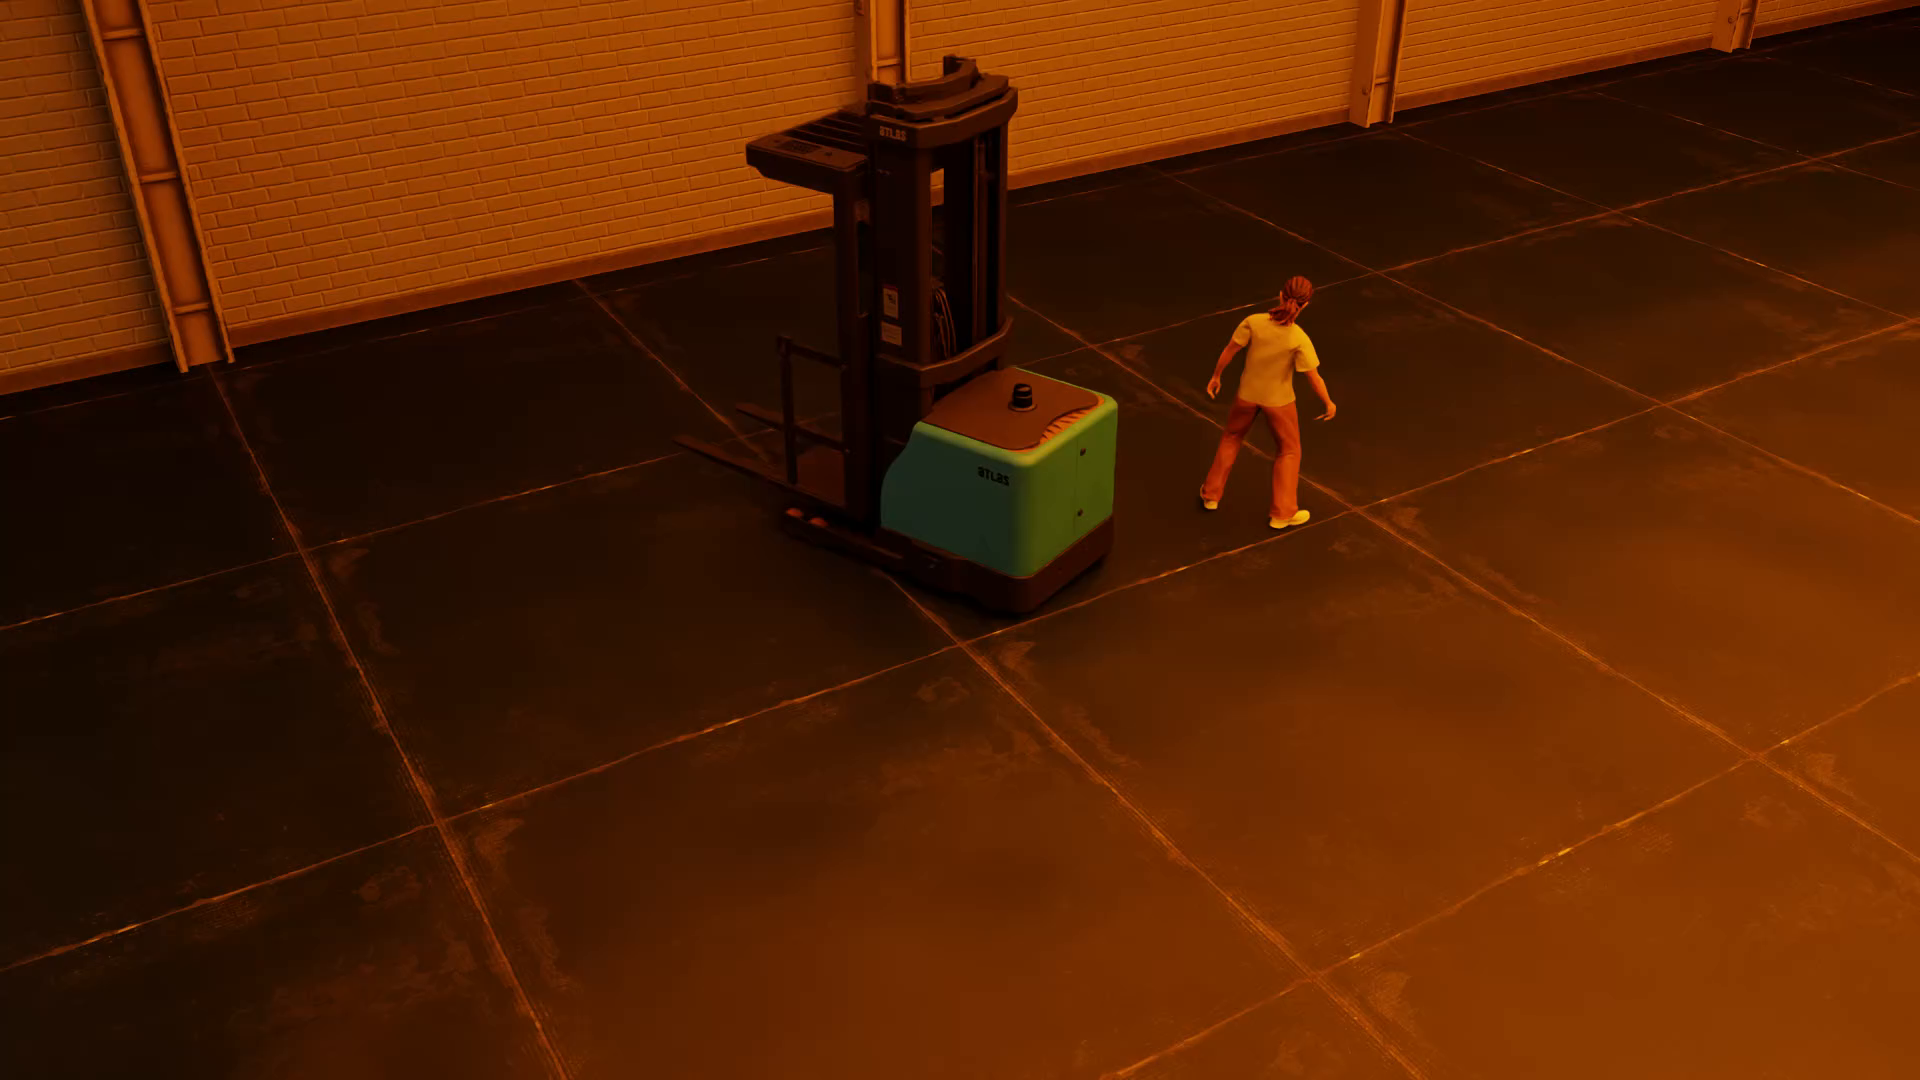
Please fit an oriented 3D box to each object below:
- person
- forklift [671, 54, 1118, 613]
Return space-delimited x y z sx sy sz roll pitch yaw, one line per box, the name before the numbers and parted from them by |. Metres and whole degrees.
person | 1.914 -0.878 10.384 0.831 1.637 0.346 17 35 26
forklift | -0.539 -1.428 10.032 3.031 2.935 1.130 21 37 31
